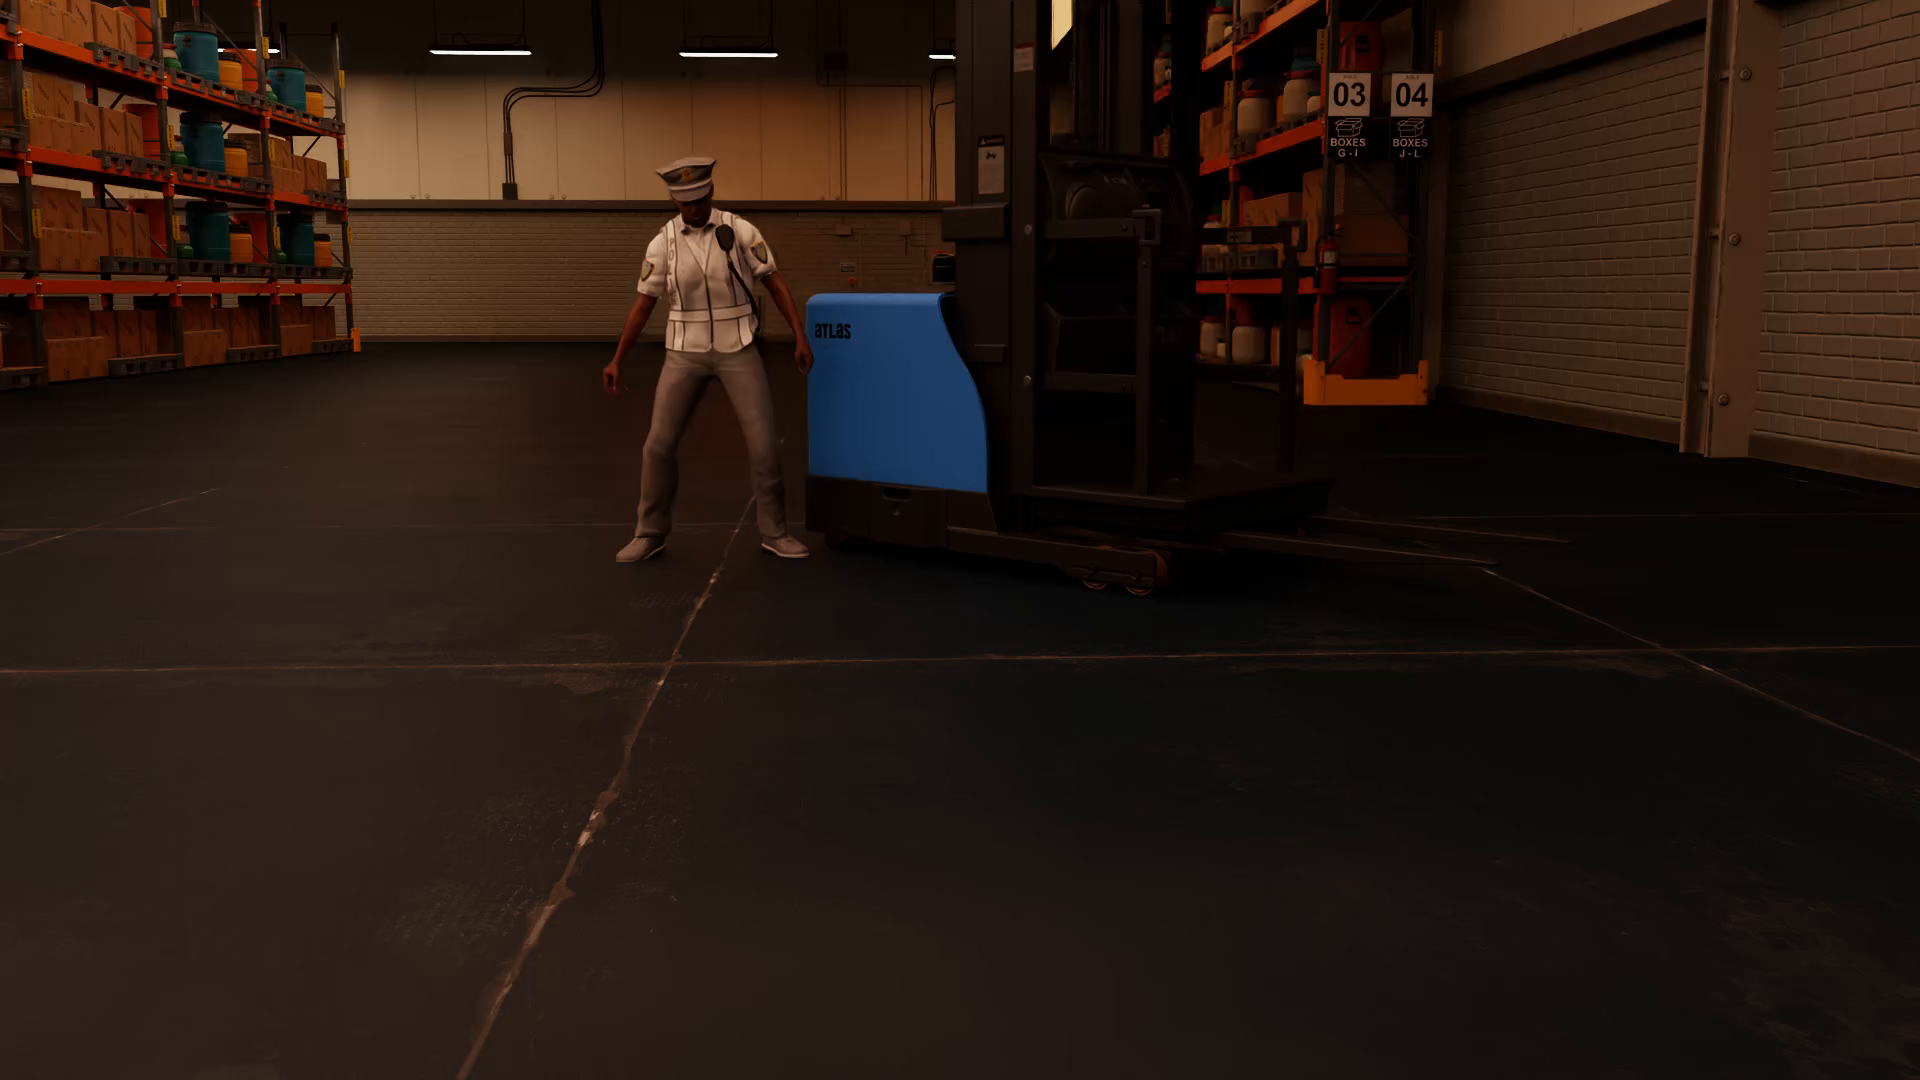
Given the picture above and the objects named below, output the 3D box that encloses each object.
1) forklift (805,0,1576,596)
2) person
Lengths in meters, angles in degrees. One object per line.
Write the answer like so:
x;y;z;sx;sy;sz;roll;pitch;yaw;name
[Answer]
0.780;-1.335;6.322;3.031;2.935;1.130;7;11;41;forklift
-1.013;-0.711;6.697;0.843;1.624;0.414;-1;8;-4;person
